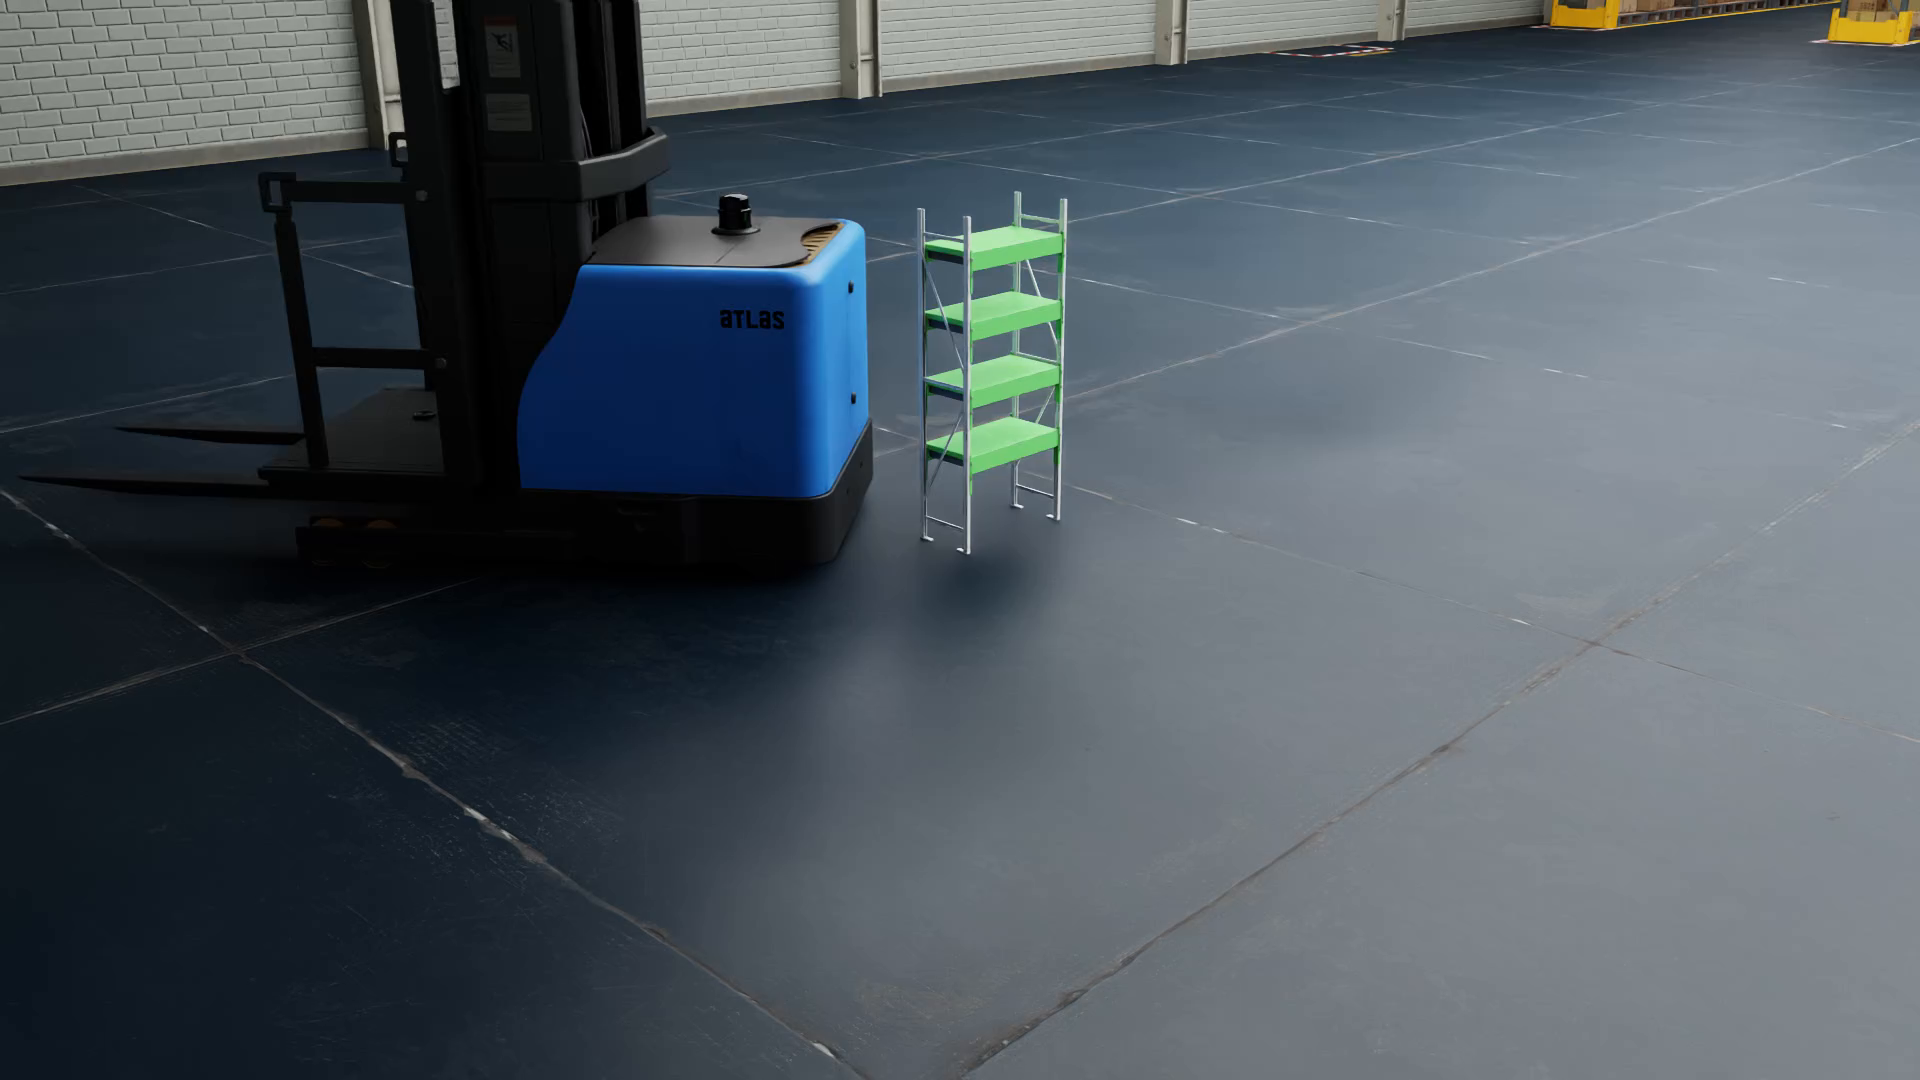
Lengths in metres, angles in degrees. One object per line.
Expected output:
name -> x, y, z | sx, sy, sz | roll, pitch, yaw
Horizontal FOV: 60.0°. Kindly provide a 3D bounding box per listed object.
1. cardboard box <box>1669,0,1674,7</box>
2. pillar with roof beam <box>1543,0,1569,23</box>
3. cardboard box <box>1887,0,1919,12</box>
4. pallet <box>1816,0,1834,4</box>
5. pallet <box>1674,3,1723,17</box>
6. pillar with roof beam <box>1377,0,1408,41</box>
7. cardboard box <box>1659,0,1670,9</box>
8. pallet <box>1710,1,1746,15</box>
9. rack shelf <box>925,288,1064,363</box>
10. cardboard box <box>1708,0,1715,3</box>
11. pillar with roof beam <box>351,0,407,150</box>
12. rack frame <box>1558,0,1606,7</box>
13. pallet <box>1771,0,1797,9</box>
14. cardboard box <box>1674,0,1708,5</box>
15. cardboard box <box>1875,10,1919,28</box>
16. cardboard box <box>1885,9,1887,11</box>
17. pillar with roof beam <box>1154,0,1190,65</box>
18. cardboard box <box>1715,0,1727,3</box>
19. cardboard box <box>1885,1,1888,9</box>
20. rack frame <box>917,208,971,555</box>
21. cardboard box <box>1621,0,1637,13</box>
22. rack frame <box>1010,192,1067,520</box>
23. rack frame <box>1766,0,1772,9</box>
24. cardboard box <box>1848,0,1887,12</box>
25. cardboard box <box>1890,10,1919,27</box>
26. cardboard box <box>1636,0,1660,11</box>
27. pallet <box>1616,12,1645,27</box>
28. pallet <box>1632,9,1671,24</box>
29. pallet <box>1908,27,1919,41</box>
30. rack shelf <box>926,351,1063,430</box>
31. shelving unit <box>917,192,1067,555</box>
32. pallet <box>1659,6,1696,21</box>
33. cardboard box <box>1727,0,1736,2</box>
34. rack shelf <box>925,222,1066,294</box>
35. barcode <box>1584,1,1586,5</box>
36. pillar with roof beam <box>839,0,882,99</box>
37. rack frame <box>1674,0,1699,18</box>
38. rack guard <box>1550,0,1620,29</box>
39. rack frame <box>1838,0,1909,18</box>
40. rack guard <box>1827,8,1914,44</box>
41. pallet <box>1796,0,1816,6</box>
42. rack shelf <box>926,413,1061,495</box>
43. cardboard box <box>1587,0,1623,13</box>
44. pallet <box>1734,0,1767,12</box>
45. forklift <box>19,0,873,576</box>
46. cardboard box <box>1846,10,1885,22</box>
cardboard box -> 13.955, -10.683, 33.025 | 0.380, 0.166, 0.250 | 15, 26, 34
pillar with roof beam -> 14.469, -13.037, 27.449 | 9.100, 9.000, 0.400 | 19, 28, 41
cardboard box -> 15.949, -9.152, 27.907 | 0.500, 0.500, 0.500 | 19, 28, 41
pallet -> 19.403, -12.483, 38.258 | 1.003, 0.211, 1.213 | 19, 28, 41
pallet -> 14.849, -10.844, 33.995 | 1.003, 0.211, 1.213 | 19, 28, 41
pillar with roof beam -> 10.284, -11.494, 23.437 | 9.100, 9.000, 0.400 | 19, 28, 41
cardboard box -> 13.611, -10.707, 32.622 | 0.500, 0.500, 0.500 | 17, 27, 37
pallet -> 15.700, -11.160, 34.814 | 1.003, 0.211, 1.213 | 19, 28, 41
rack shelf -> 0.115, -0.767, 5.907 | 0.258, 0.148, 0.480 | 19, 28, 41
cardboard box -> 15.133, -11.323, 34.224 | 0.700, 0.500, 0.500 | 19, 28, 40
pillar with roof beam -> -2.273, -6.867, 11.399 | 9.100, 9.000, 0.400 | 19, 28, 41
rack frame -> 11.516, -10.917, 30.298 | 1.000, 3.000, 0.127 | 19, 28, 41
pallet -> 17.701, -11.856, 36.626 | 1.003, 0.211, 1.213 | 19, 28, 41
cardboard box -> 14.808, -11.177, 33.845 | 0.500, 0.500, 0.700 | -19, 28, -40
cardboard box -> 15.602, -8.673, 27.706 | 0.500, 0.250, 0.500 | 19, 28, 41
cardboard box -> 15.571, -8.934, 28.386 | 0.500, 0.250, 0.500 | 19, 28, 41
pillar with roof beam -> 6.098, -9.952, 19.424 | 9.100, 9.000, 0.400 | 19, 28, 41
cardboard box -> 15.518, -11.444, 34.538 | 0.700, 0.500, 0.500 | 20, 28, 41
cardboard box -> 15.916, -9.414, 28.589 | 0.500, 0.500, 0.500 | 19, 28, 41
rack frame -> -0.055, -0.540, 5.807 | 0.240, 1.200, 0.015 | 19, 28, 41
cardboard box -> 12.461, -10.170, 31.486 | 0.500, 0.311, 0.500 | -17, 27, -38
rack frame -> 0.286, -0.665, 6.133 | 0.240, 1.200, 0.015 | 19, 28, 41
rack frame -> 17.097, -12.974, 35.648 | 1.000, 3.000, 0.127 | 19, 28, 41
cardboard box -> 15.229, -9.153, 27.910 | 0.500, 0.500, 0.500 | 19, 28, 41
cardboard box -> 15.948, -8.803, 28.043 | 0.500, 0.250, 0.500 | 19, 28, 41
cardboard box -> 13.009, -10.434, 31.910 | 0.700, 0.500, 0.500 | 17, 27, 37
pallet -> 12.161, -9.835, 31.369 | 1.003, 0.211, 1.213 | 19, 28, 41
pallet -> 13.012, -10.147, 32.181 | 1.003, 0.211, 1.213 | 19, 28, 41
pallet -> 15.572, -8.584, 28.113 | 1.003, 0.211, 1.213 | 19, 28, 41
rack shelf -> 0.115, -0.543, 5.993 | 0.258, 0.148, 0.480 | 19, 28, 41
shelving unit -> 0.115, -0.603, 5.970 | 0.258, 1.200, 0.503 | 19, 28, 41
pallet -> 13.863, -10.462, 33.001 | 1.003, 0.211, 1.213 | 19, 28, 41
cardboard box -> 15.863, -11.576, 34.882 | 0.700, 0.500, 0.500 | 19, 28, 40
rack shelf -> 0.115, -0.991, 5.821 | 0.258, 0.148, 0.480 | 19, 28, 41
barcode -> 11.789, -10.132, 31.376 | 0.001, 0.075, 0.075 | 19, 28, 41
pillar with roof beam -> 1.912, -8.410, 15.411 | 9.100, 9.000, 0.400 | 19, 28, 41
rack frame -> 14.307, -11.946, 32.973 | 1.000, 3.000, 0.127 | 19, 28, 41
rack guard -> 11.569, -9.770, 30.797 | 1.175, 0.500, 0.348 | 19, 28, 41
rack frame -> 15.068, -9.678, 27.074 | 1.000, 3.000, 0.127 | 19, 28, 41
rack guard -> 15.051, -8.506, 27.507 | 1.175, 0.500, 0.348 | 19, 28, 41
pallet -> 18.552, -12.168, 37.438 | 1.003, 0.211, 1.213 | 19, 28, 41
rack shelf -> 0.115, -0.319, 6.079 | 0.258, 0.148, 0.480 | 19, 28, 41
cardboard box -> 12.063, -10.023, 31.105 | 0.500, 0.311, 0.500 | 15, 26, 35
pallet -> 16.551, -11.472, 35.626 | 1.003, 0.211, 1.213 | 19, 28, 41
forklift -> -1.891, -1.453, 5.768 | 3.031, 2.935, 1.130 | 2, 21, 6
cardboard box -> 15.230, -8.803, 28.043 | 0.500, 0.250, 0.500 | 19, 28, 41
